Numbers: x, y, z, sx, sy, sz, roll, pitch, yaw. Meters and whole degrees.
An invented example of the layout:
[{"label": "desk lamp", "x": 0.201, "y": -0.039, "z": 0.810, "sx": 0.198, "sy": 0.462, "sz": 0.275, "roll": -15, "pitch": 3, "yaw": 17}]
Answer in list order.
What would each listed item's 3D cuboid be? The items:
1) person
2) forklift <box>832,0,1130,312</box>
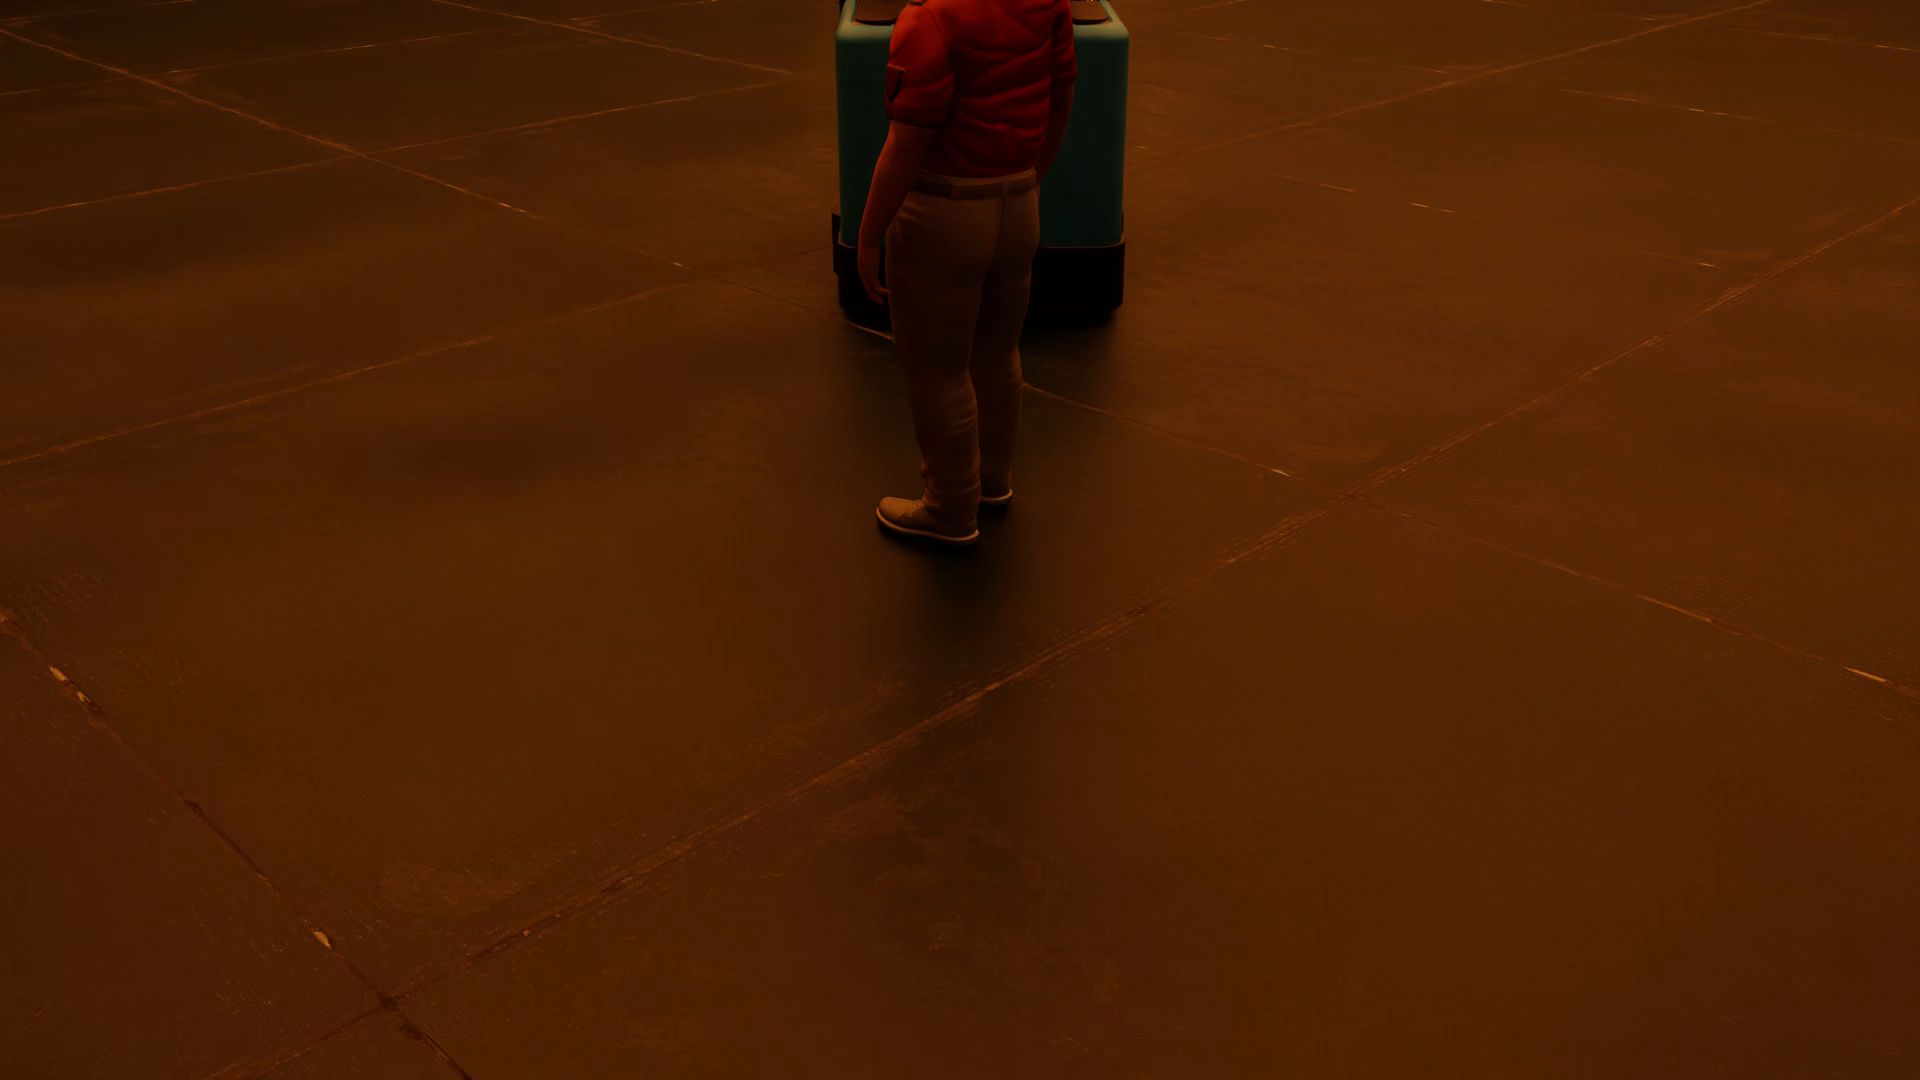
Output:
[{"label": "person", "x": -0.055, "y": -0.814, "z": 4.224, "sx": 0.640, "sy": 1.727, "sz": 0.551, "roll": -24, "pitch": 35, "yaw": -39}, {"label": "forklift", "x": 0.047, "y": -2.752, "z": 6.826, "sx": 1.130, "sy": 2.935, "sz": 3.031, "roll": -1, "pitch": 26, "yaw": -1}]
